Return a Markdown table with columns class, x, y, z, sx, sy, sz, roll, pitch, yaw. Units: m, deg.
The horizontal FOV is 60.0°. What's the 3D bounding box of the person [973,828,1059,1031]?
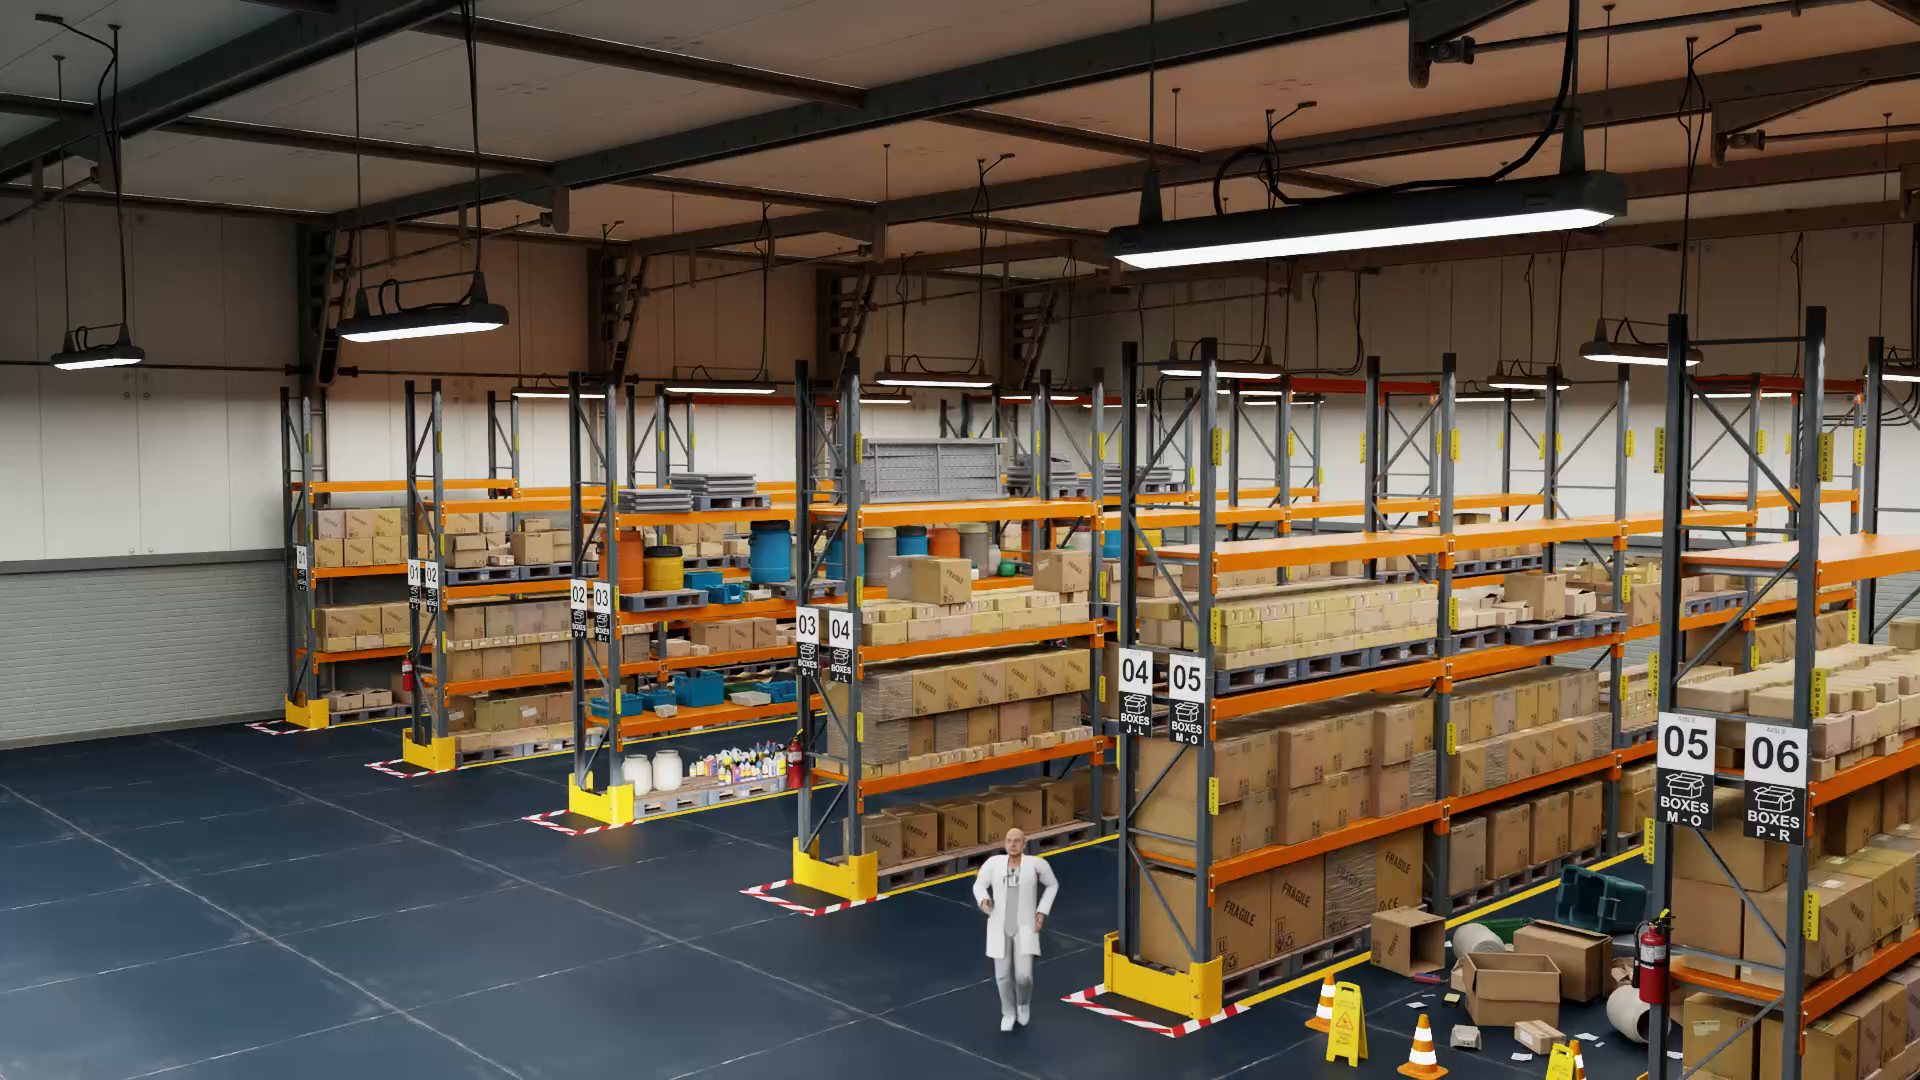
| class | x | y | z | sx | sy | sz | roll | pitch | yaw |
| --- | --- | --- | --- | --- | --- | --- | --- | --- | --- |
| person | 0.446 | 3.375 | 14.358 | 0.727 | 1.751 | 0.616 | 1 | 4 | 12 |
